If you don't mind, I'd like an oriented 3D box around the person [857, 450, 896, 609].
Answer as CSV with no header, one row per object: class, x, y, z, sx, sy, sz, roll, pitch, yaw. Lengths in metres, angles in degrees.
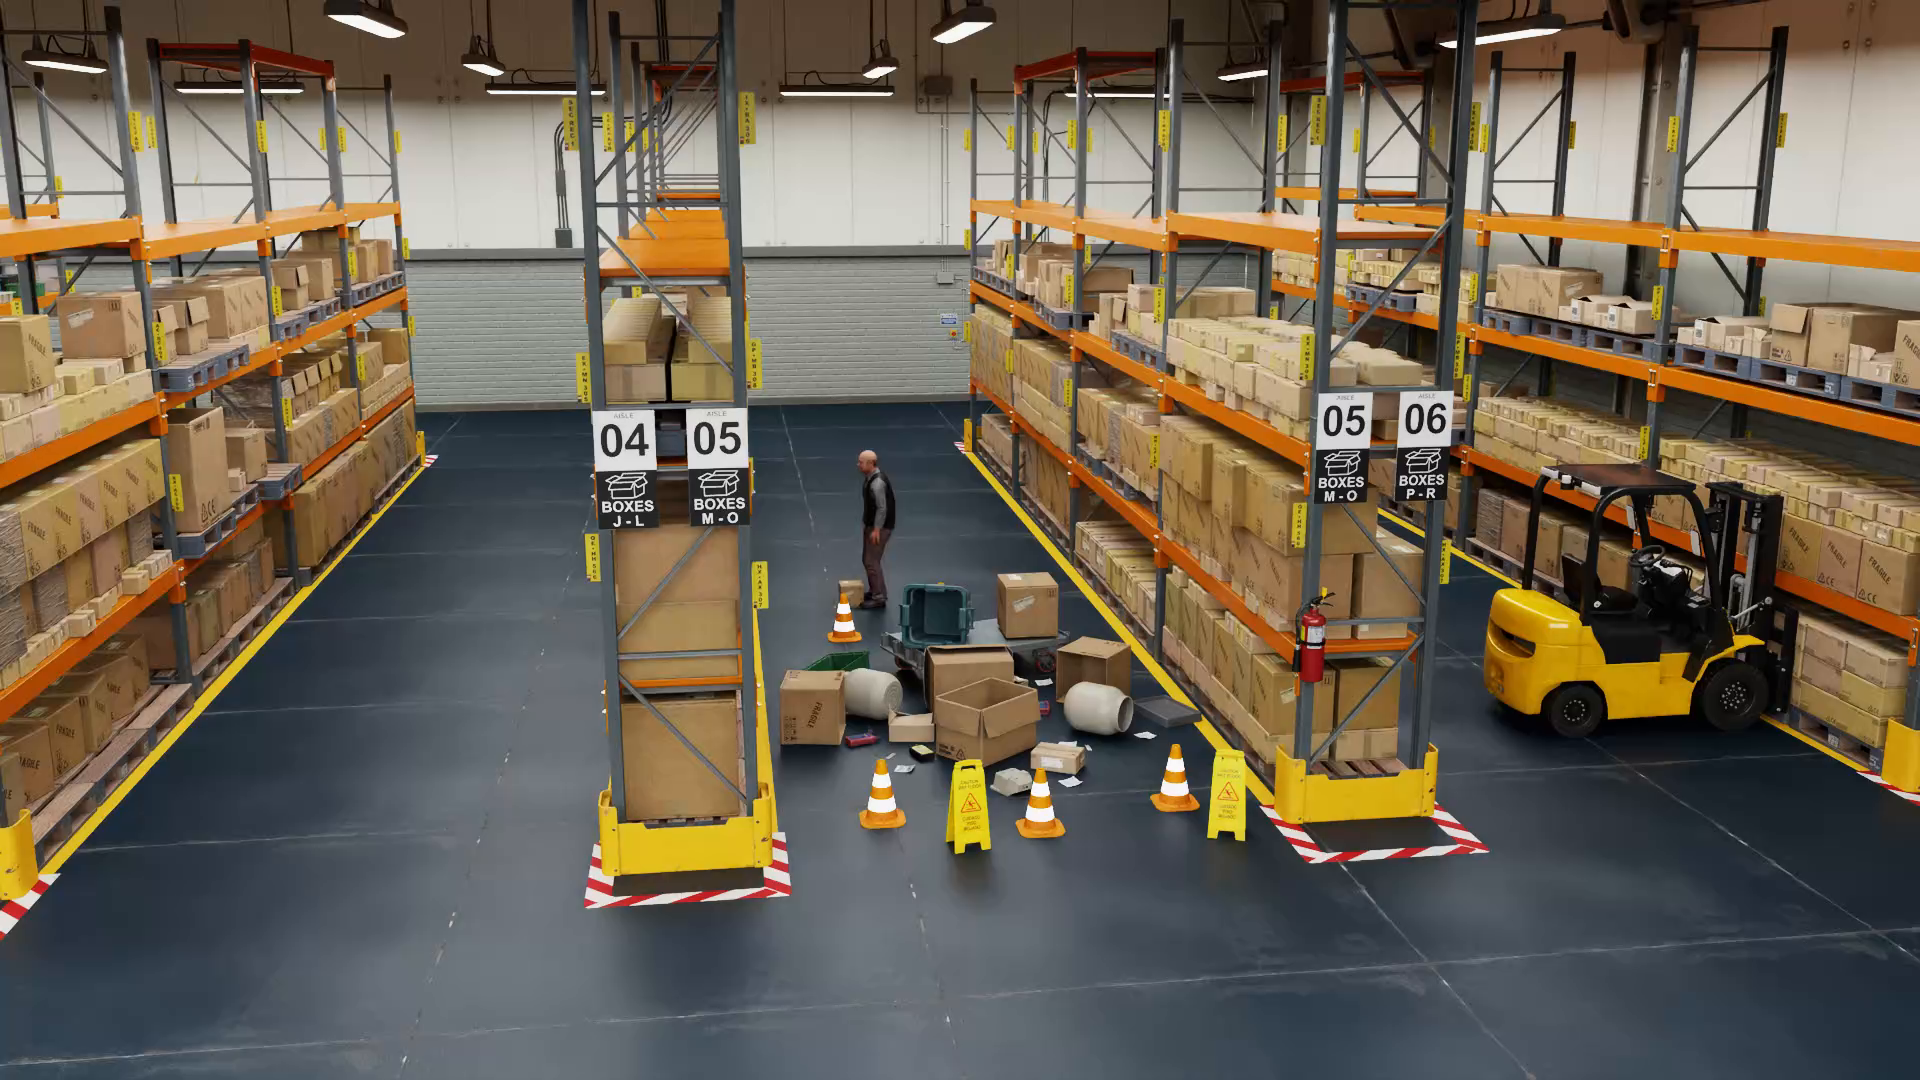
person,-0.916,-0.132,18.111,0.426,1.719,0.578,-3,13,-11
